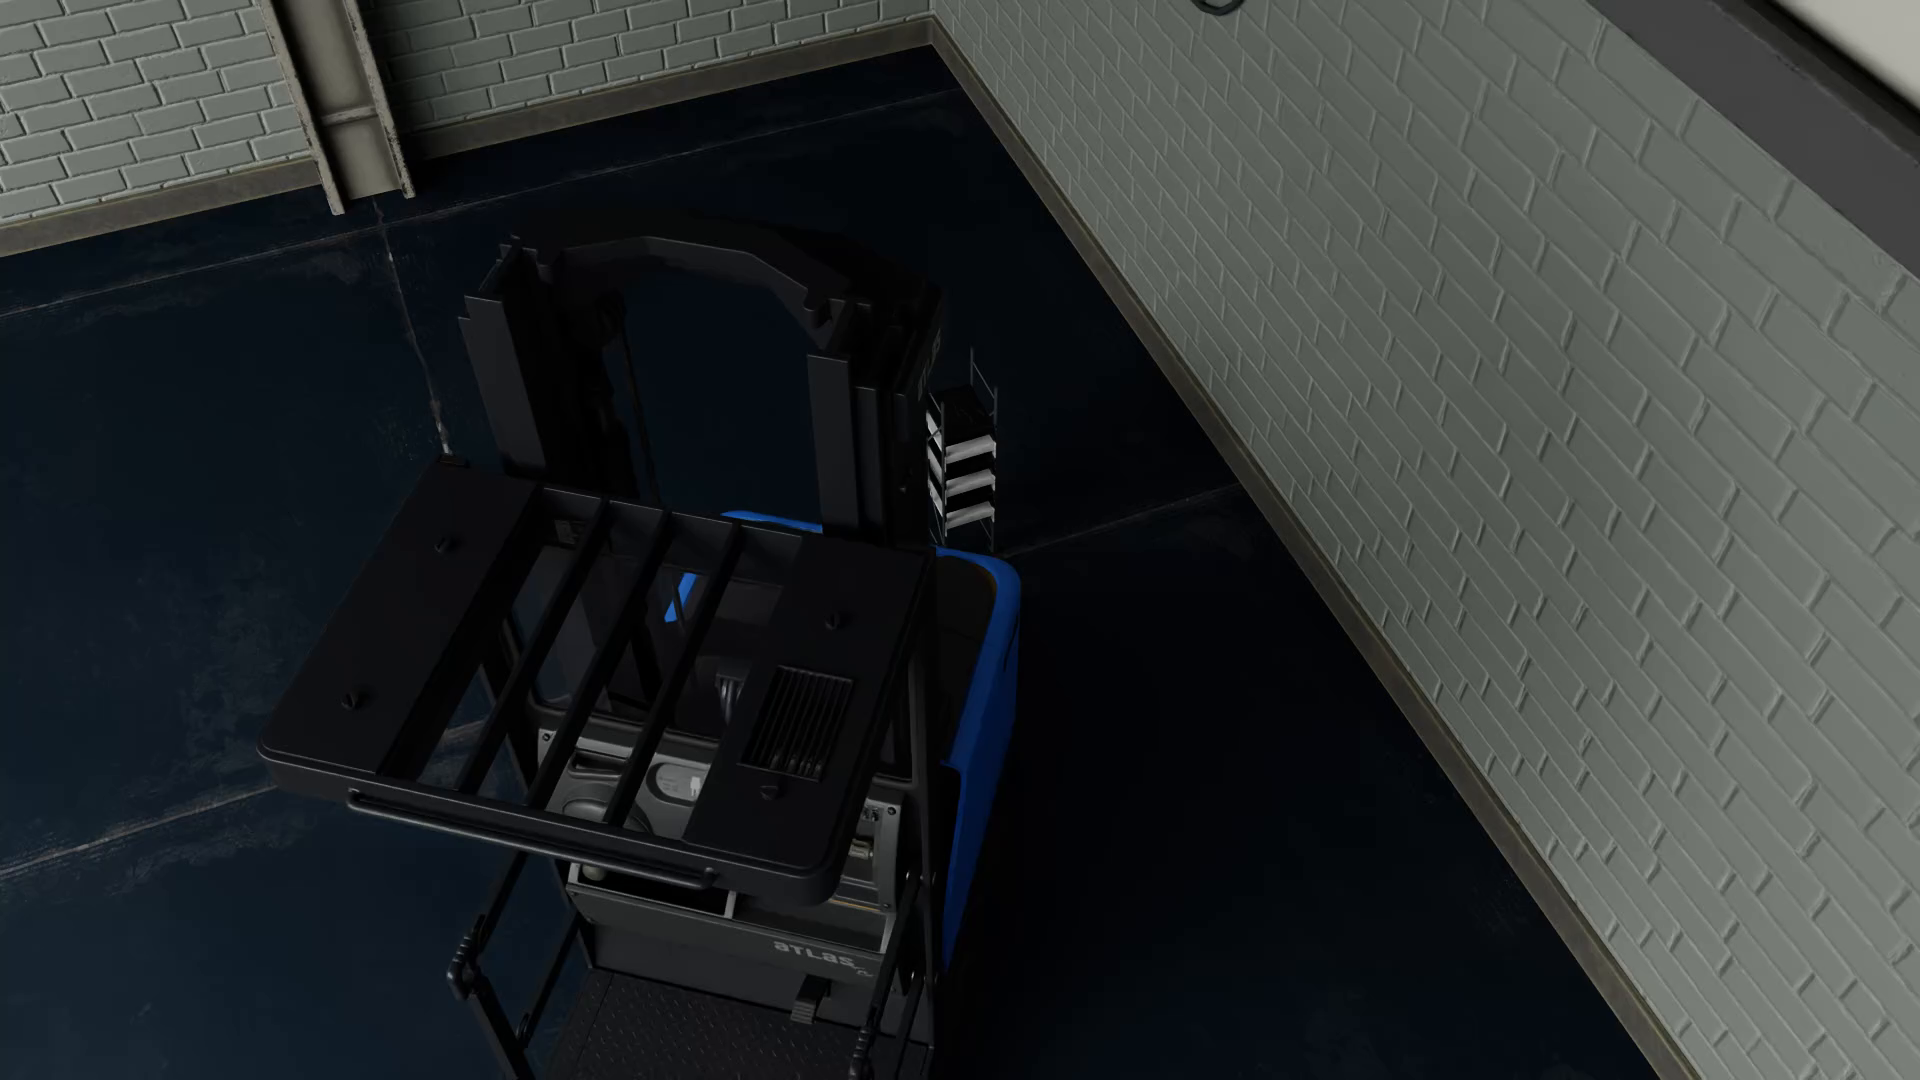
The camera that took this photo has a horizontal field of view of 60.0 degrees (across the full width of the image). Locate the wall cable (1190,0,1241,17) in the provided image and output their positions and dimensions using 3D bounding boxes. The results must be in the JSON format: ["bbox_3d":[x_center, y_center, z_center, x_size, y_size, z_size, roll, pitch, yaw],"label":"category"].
[{"bbox_3d":[0.369,-3.546,5.751,0.112,2.526,3.097,-17,52,-14],"label":"wall cable"}]

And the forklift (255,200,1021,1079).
[{"bbox_3d":[-0.646,0.810,3.963,1.130,2.935,3.031,11,50,9],"label":"forklift"}]

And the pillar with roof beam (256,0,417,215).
[{"bbox_3d":[-1.230,-1.618,2.049,0.400,9.000,9.100,-17,52,-14],"label":"pillar with roof beam"}]

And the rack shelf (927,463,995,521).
[{"bbox_3d":[-0.008,-0.210,6.341,0.200,0.077,0.258,-17,52,-14],"label":"rack shelf"}]

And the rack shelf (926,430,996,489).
[{"bbox_3d":[-0.008,-0.328,6.204,0.200,0.077,0.258,-17,52,-14],"label":"rack shelf"}]

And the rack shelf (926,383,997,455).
[{"bbox_3d":[-0.008,-0.445,6.068,0.200,0.077,0.258,-17,52,-14],"label":"rack shelf"}]

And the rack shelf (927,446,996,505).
[{"bbox_3d":[-0.008,-0.269,6.273,0.200,0.077,0.258,-17,52,-14],"label":"rack shelf"}]

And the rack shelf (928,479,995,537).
[{"bbox_3d":[-0.008,-0.152,6.409,0.200,0.077,0.258,-17,52,-14],"label":"rack shelf"}]

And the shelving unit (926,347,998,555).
[{"bbox_3d":[-0.008,-0.291,6.247,0.210,0.900,0.258,-17,52,-14],"label":"shelving unit"}]

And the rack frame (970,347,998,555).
[{"bbox_3d":[0.087,-0.320,6.272,0.006,0.900,0.240,-17,52,-14],"label":"rack frame"}]

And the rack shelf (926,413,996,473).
[{"bbox_3d":[-0.008,-0.386,6.136,0.200,0.077,0.258,-17,52,-14],"label":"rack shelf"}]

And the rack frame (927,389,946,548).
[{"bbox_3d":[-0.102,-0.262,6.222,0.006,0.900,0.240,-17,52,-14],"label":"rack frame"}]
